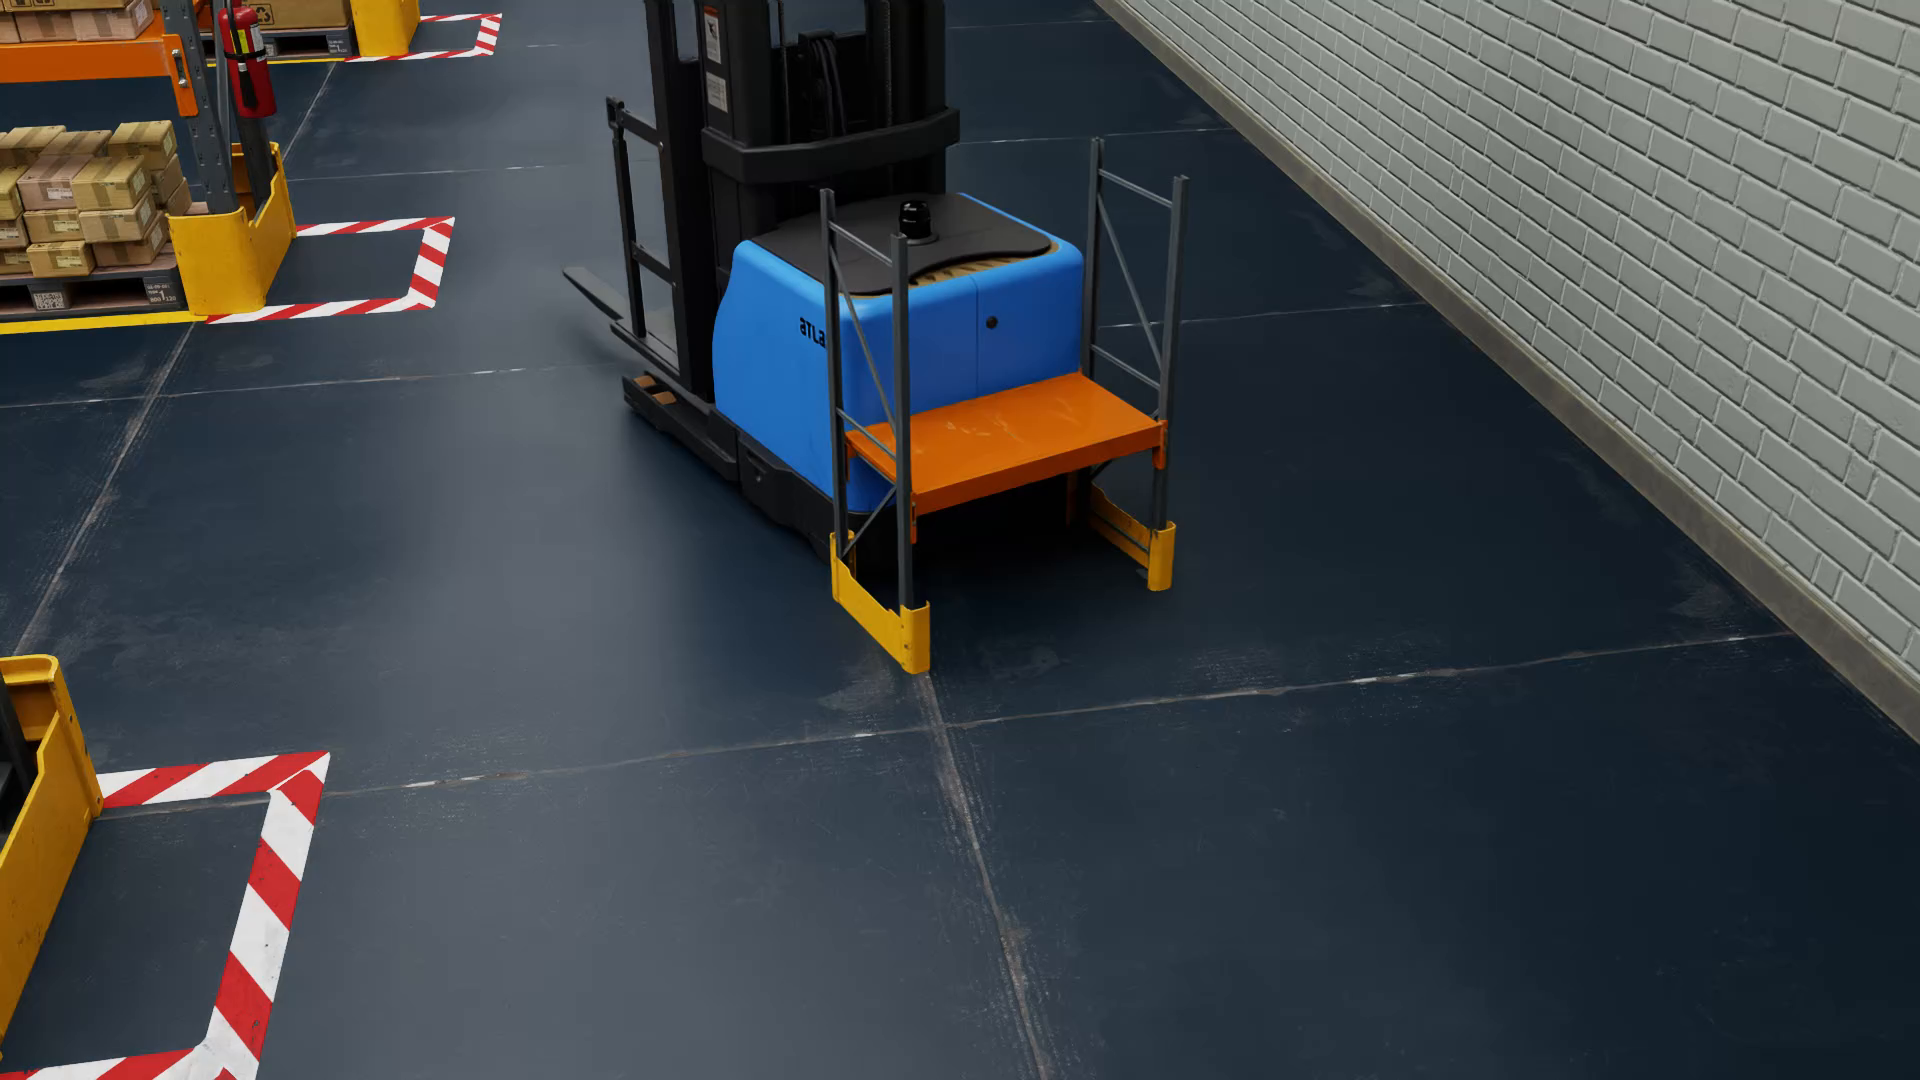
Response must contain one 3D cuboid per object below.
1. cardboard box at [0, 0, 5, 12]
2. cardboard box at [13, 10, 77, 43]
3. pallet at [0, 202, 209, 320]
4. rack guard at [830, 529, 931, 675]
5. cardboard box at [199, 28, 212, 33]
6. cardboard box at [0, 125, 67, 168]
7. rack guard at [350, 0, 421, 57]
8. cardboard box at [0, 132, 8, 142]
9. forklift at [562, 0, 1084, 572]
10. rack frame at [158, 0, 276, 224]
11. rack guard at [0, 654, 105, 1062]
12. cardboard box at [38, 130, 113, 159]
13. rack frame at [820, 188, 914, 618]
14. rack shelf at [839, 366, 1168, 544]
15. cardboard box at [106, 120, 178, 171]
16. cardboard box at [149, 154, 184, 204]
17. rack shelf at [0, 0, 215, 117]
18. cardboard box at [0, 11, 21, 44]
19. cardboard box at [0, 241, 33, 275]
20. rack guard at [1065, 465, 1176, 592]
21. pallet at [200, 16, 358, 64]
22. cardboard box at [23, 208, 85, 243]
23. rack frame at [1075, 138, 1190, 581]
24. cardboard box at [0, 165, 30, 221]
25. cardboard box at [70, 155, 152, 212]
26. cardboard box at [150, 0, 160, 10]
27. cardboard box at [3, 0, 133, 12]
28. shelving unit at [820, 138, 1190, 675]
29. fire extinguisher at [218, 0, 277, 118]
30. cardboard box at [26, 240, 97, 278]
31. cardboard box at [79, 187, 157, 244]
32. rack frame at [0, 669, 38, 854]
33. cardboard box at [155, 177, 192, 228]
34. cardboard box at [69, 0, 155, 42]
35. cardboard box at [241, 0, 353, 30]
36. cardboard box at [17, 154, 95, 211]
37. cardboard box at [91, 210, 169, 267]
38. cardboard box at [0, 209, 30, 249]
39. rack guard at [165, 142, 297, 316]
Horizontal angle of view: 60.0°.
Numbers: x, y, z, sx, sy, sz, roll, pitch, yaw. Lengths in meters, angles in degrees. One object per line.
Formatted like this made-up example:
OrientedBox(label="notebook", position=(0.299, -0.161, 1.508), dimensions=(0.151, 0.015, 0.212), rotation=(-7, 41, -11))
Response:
OrientedBox(label="cardboard box", position=(-4.526, -2.650, 7.405), dimensions=(0.500, 0.500, 0.500), rotation=(-6, 31, -10))
OrientedBox(label="cardboard box", position=(-4.144, -2.410, 7.636), dimensions=(0.250, 0.149, 0.380), rotation=(-5, 31, -9))
OrientedBox(label="pallet", position=(-4.503, -1.427, 8.469), dimensions=(1.213, 0.211, 1.003), rotation=(-5, 31, -9))
OrientedBox(label="rack guard", position=(-0.275, 0.204, 5.657), dimensions=(0.087, 0.250, 0.587), rotation=(-17, 34, -26))
OrientedBox(label="cardboard box", position=(-5.927, -4.258, 12.215), dimensions=(0.875, 0.875, 0.875), rotation=(-5, 31, -9))
OrientedBox(label="cardboard box", position=(-4.720, -1.978, 8.467), dimensions=(0.250, 0.149, 0.380), rotation=(-5, 31, -9))
OrientedBox(label="rack guard", position=(-4.393, -4.099, 12.728), dimensions=(0.348, 0.500, 1.175), rotation=(-5, 31, -9))
OrientedBox(label="cardboard box", position=(-4.949, -1.914, 8.358), dimensions=(0.250, 0.149, 0.380), rotation=(-7, 31, -11))
OrientedBox(label="forklift", position=(-0.791, -1.847, 6.500), dimensions=(1.130, 2.935, 3.031), rotation=(-19, 36, -29))
OrientedBox(label="rack frame", position=(-3.623, -2.693, 7.870), dimensions=(0.127, 3.000, 1.000), rotation=(-5, 31, -9))
OrientedBox(label="rack guard", position=(-2.608, 0.842, 4.326), dimensions=(0.348, 0.500, 1.175), rotation=(-5, 31, -9))
OrientedBox(label="cardboard box", position=(-4.449, -1.937, 8.397), dimensions=(0.250, 0.149, 0.380), rotation=(-5, 31, -8))
OrientedBox(label="rack frame", position=(-0.292, -0.330, 5.331), dimensions=(0.032, 1.500, 0.500), rotation=(-17, 34, -26))
OrientedBox(label="rack shelf", position=(0.145, -0.307, 5.647), dimensions=(1.000, 0.185, 0.538), rotation=(-17, 34, -26))
OrientedBox(label="cardboard box", position=(-4.200, -2.023, 8.542), dimensions=(0.250, 0.149, 0.380), rotation=(-7, 31, -11))
OrientedBox(label="cardboard box", position=(-4.185, -1.853, 8.547), dimensions=(0.250, 0.149, 0.380), rotation=(-4, 31, -7))
OrientedBox(label="rack shelf", position=(-5.590, -2.200, 7.742), dimensions=(4.000, 0.370, 1.077), rotation=(-5, 31, -9))
OrientedBox(label="cardboard box", position=(-4.388, -2.379, 7.585), dimensions=(0.250, 0.149, 0.380), rotation=(-6, 31, -9))
OrientedBox(label="cardboard box", position=(-4.613, -1.437, 8.134), dimensions=(0.250, 0.149, 0.380), rotation=(-5, 31, -9))
OrientedBox(label="rack guard", position=(0.580, -0.055, 6.097), dimensions=(0.087, 0.250, 0.587), rotation=(-17, 34, -26))
OrientedBox(label="pallet", position=(-5.189, -3.861, 12.607), dimensions=(1.213, 0.211, 1.003), rotation=(-5, 31, -9))
OrientedBox(label="cardboard box", position=(-4.358, -1.585, 8.092), dimensions=(0.250, 0.149, 0.380), rotation=(-6, 31, -10))
OrientedBox(label="rack frame", position=(0.581, -0.594, 5.781), dimensions=(0.032, 1.500, 0.500), rotation=(-17, 34, -26))
OrientedBox(label="cardboard box", position=(-4.587, -1.645, 7.900), dimensions=(0.250, 0.149, 0.380), rotation=(-6, 31, -10))
OrientedBox(label="cardboard box", position=(-4.098, -1.726, 8.038), dimensions=(0.250, 0.149, 0.380), rotation=(-5, 31, -8))
OrientedBox(label="cardboard box", position=(-4.001, -2.718, 8.161), dimensions=(0.250, 0.149, 0.380), rotation=(-6, 31, -9))
OrientedBox(label="cardboard box", position=(-4.019, -2.695, 7.481), dimensions=(0.500, 0.500, 0.500), rotation=(-5, 31, -8))
OrientedBox(label="shelving unit", position=(0.152, -0.464, 5.560), dimensions=(1.083, 1.500, 0.587), rotation=(-17, 34, -26))
OrientedBox(label="fire extinguisher", position=(-3.292, -2.291, 7.632), dimensions=(0.183, 0.674, 0.296), rotation=(-5, 31, -9))
OrientedBox(label="cardboard box", position=(-4.338, -1.419, 8.102), dimensions=(0.250, 0.149, 0.380), rotation=(-4, 31, -7))
OrientedBox(label="cardboard box", position=(-4.091, -1.582, 8.087), dimensions=(0.250, 0.149, 0.380), rotation=(-6, 31, -10))
OrientedBox(label="rack frame", position=(-2.632, -0.234, 3.688), dimensions=(0.127, 3.000, 1.000), rotation=(-5, 31, -9))
OrientedBox(label="cardboard box", position=(-4.196, -1.756, 8.676), dimensions=(0.250, 0.149, 0.380), rotation=(-5, 31, -8))
OrientedBox(label="cardboard box", position=(-3.893, -2.414, 7.643), dimensions=(0.250, 0.149, 0.380), rotation=(-5, 31, -9))
OrientedBox(label="cardboard box", position=(-5.032, -4.342, 12.356), dimensions=(0.875, 0.875, 0.875), rotation=(-5, 31, -9))
OrientedBox(label="cardboard box", position=(-4.356, -1.732, 8.048), dimensions=(0.250, 0.149, 0.380), rotation=(-5, 31, -8))
OrientedBox(label="cardboard box", position=(-4.103, -1.493, 8.227), dimensions=(0.250, 0.149, 0.380), rotation=(-5, 31, -8))
OrientedBox(label="cardboard box", position=(-4.602, -1.534, 8.004), dimensions=(0.250, 0.149, 0.380), rotation=(-7, 31, -11))
OrientedBox(label="rack guard", position=(-3.698, -1.608, 8.492), dimensions=(0.348, 0.500, 1.175), rotation=(-5, 31, -9))
